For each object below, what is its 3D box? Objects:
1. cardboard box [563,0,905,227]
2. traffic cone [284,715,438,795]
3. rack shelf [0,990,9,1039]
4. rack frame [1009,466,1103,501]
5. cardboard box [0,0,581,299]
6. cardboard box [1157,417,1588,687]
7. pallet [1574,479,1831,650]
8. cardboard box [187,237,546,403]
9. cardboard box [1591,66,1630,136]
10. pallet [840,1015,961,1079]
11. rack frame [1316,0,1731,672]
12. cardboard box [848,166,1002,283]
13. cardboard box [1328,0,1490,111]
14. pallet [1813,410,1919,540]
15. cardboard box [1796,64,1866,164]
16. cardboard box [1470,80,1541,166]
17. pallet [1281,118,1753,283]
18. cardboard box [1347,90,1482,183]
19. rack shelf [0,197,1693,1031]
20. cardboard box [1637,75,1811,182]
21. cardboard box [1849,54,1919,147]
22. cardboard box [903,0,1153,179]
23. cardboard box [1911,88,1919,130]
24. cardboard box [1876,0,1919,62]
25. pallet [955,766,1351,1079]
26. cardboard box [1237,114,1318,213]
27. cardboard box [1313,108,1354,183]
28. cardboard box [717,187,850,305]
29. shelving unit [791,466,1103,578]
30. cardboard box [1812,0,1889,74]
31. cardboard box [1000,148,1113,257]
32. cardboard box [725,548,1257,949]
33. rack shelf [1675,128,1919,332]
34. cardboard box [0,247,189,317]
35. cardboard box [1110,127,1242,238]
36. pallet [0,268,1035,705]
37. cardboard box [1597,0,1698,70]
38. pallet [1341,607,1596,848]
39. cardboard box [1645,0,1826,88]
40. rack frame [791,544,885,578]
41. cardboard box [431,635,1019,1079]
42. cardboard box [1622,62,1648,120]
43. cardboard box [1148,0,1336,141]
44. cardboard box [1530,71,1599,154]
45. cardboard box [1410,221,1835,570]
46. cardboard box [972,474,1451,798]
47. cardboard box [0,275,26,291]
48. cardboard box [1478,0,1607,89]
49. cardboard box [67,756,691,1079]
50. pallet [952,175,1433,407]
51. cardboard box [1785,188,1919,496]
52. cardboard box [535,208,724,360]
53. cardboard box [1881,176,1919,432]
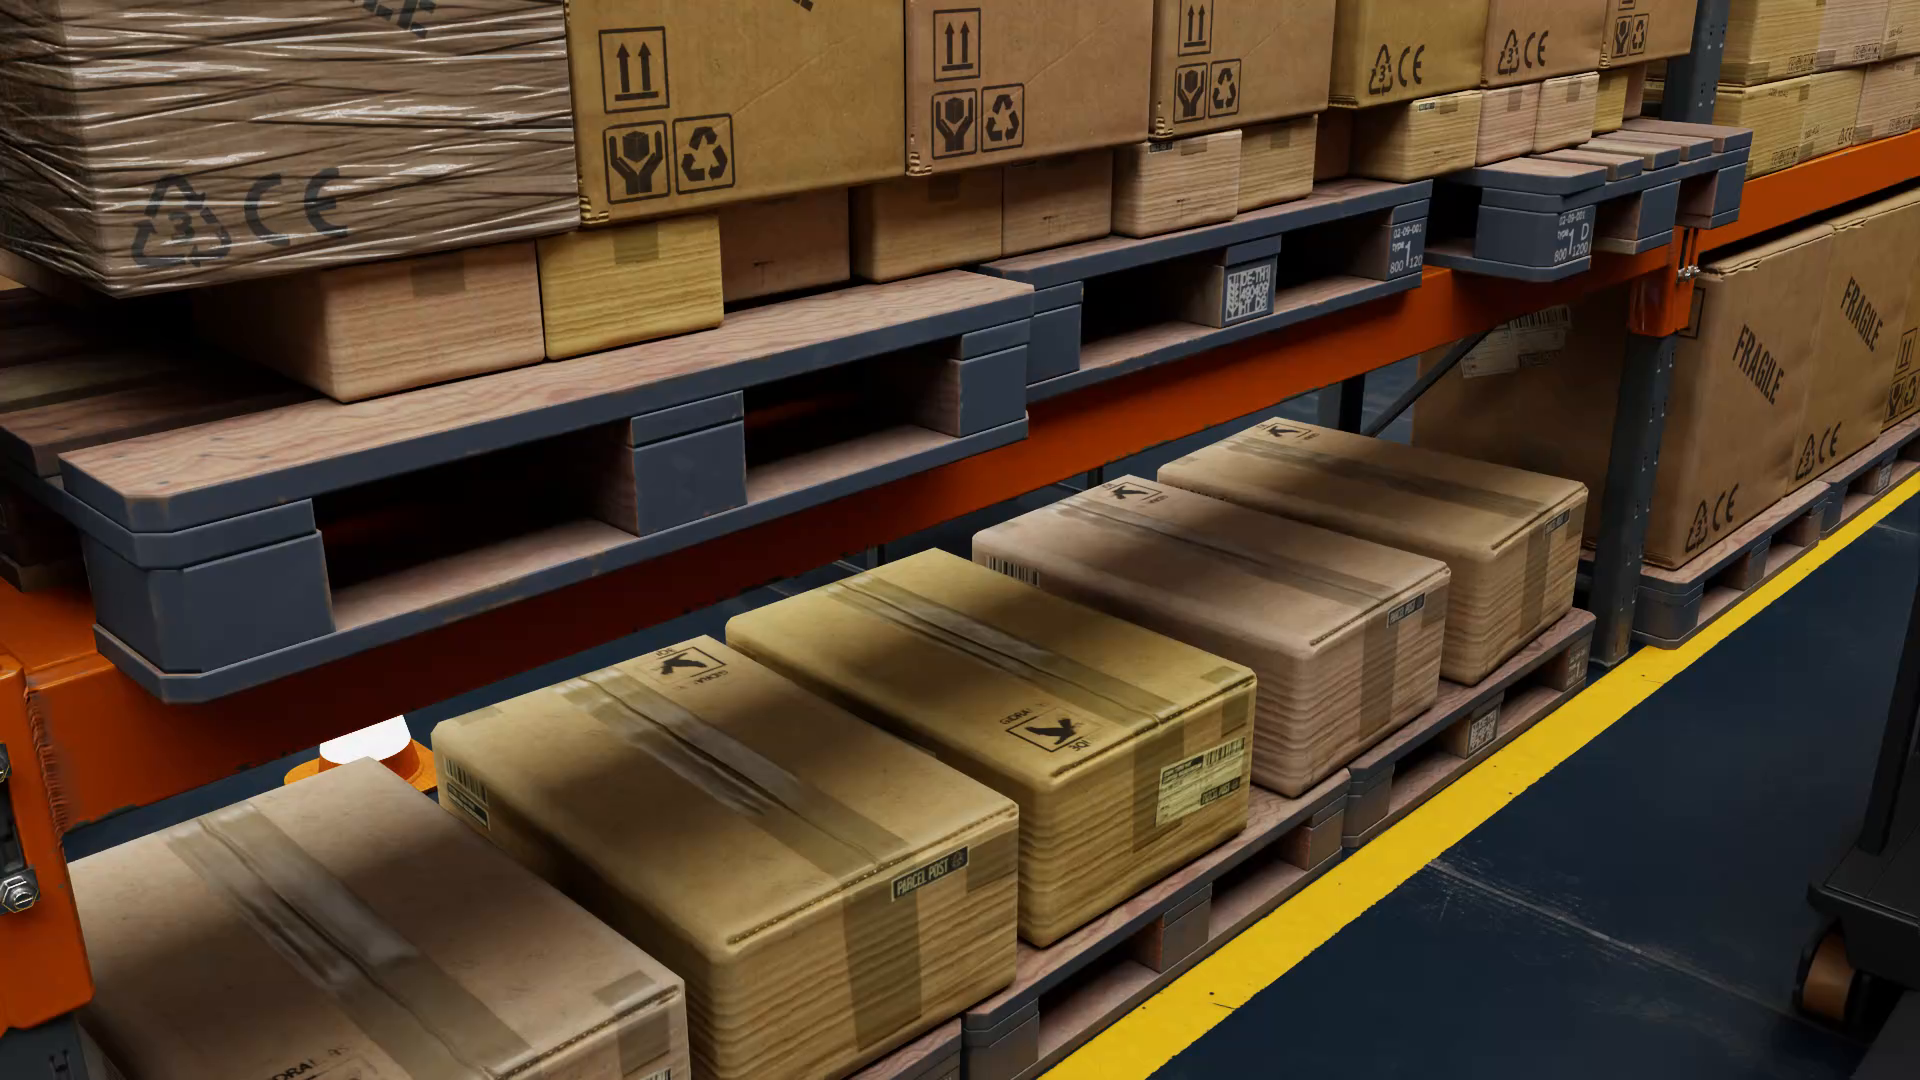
[{"bbox_3d":[-0.420,-0.707,2.093,0.500,0.500,0.500,19,28,41],"label":"cardboard box"},{"bbox_3d":[-1.440,0.367,3.973,0.336,0.463,0.334,19,28,41],"label":"traffic cone"},{"bbox_3d":[-2.697,0.702,0.569,1.077,0.370,4.000,19,28,41],"label":"rack shelf"},{"bbox_3d":[0.295,-0.809,5.588,0.500,1.500,0.032,19,28,41],"label":"rack frame"},{"bbox_3d":[-0.769,-0.578,1.758,0.500,0.500,0.500,-19,28,-41],"label":"cardboard box"},{"bbox_3d":[1.087,-0.002,4.477,0.950,0.372,0.625,17,27,37],"label":"cardboard box"},{"bbox_3d":[2.093,-0.058,5.431,1.003,0.211,1.213,19,28,41],"label":"pallet"},{"bbox_3d":[-0.690,-0.289,1.911,0.250,0.149,0.380,-20,28,-41],"label":"cardboard box"},{"bbox_3d":[1.293,-1.024,3.823,0.250,0.149,0.380,-20,28,-41],"label":"cardboard box"},{"bbox_3d":[-0.760,0.954,2.799,1.003,0.211,1.213,19,28,41],"label":"pallet"},{"bbox_3d":[1.489,-1.176,4.453,1.000,3.000,0.127,19,28,41],"label":"rack frame"},{"bbox_3d":[-0.157,-0.499,2.456,0.250,0.149,0.380,-20,28,-41],"label":"cardboard box"},{"bbox_3d":[0.667,-1.105,3.130,0.500,0.500,0.500,17,27,37],"label":"cardboard box"},{"bbox_3d":[2.944,-0.370,6.243,1.003,0.211,1.213,19,28,41],"label":"pallet"},{"bbox_3d":[2.356,-1.305,4.998,0.500,0.250,0.500,18,28,39],"label":"cardboard box"},{"bbox_3d":[0.968,-0.886,3.463,0.380,0.149,0.250,18,27,38],"label":"cardboard box"},{"bbox_3d":[1.068,-0.876,3.941,1.213,0.211,1.003,19,28,41],"label":"pallet"},{"bbox_3d":[0.786,-0.811,3.269,0.250,0.149,0.380,-20,28,-41],"label":"cardboard box"},{"bbox_3d":[0.093,-0.326,3.244,1.077,0.370,4.000,19,28,41],"label":"rack shelf"},{"bbox_3d":[2.010,-1.169,4.643,0.500,0.250,0.500,19,28,40],"label":"cardboard box"},{"bbox_3d":[2.726,-1.438,5.345,0.500,0.250,0.500,-19,28,-40],"label":"cardboard box"},{"bbox_3d":[-0.066,-0.830,2.415,0.500,0.500,0.500,19,28,40],"label":"cardboard box"},{"bbox_3d":[3.068,-1.566,5.677,0.500,0.250,0.500,19,28,41],"label":"cardboard box"},{"bbox_3d":[2.737,-1.665,5.238,0.500,0.250,0.500,19,28,40],"label":"cardboard box"},{"bbox_3d":[0.091,0.638,3.619,1.003,0.211,1.213,19,28,41],"label":"pallet"},{"bbox_3d":[0.404,-0.693,2.962,0.380,0.149,0.250,18,27,39],"label":"cardboard box"},{"bbox_3d":[0.521,-0.778,3.183,0.380,0.149,0.250,20,28,41],"label":"cardboard box"},{"bbox_3d":[-0.366,-0.443,2.312,0.250,0.149,0.380,-18,27,-39],"label":"cardboard box"},{"bbox_3d":[-0.059,-0.678,5.248,0.538,1.500,1.048,19,28,41],"label":"shelving unit"},{"bbox_3d":[2.380,-1.540,4.913,0.500,0.250,0.500,-19,28,-41],"label":"cardboard box"},{"bbox_3d":[0.017,-0.562,2.621,0.380,0.149,0.250,20,28,41],"label":"cardboard box"},{"bbox_3d":[0.045,0.383,3.475,0.625,0.372,0.950,-19,28,-40],"label":"cardboard box"},{"bbox_3d":[2.884,-1.354,5.919,1.077,0.370,4.000,19,28,41],"label":"rack shelf"},{"bbox_3d":[-1.141,-0.428,2.271,0.250,0.149,0.380,-20,28,-41],"label":"cardboard box"},{"bbox_3d":[0.239,-0.617,2.765,0.250,0.149,0.380,-19,28,-40],"label":"cardboard box"},{"bbox_3d":[-0.664,-0.218,2.228,1.003,0.211,1.213,19,28,41],"label":"pallet"},{"bbox_3d":[1.371,-1.371,3.821,0.500,0.500,0.500,18,28,39],"label":"cardboard box"},{"bbox_3d":[0.942,0.326,4.431,1.003,0.211,1.213,19,28,41],"label":"pallet"},{"bbox_3d":[2.019,-1.408,4.568,0.500,0.250,0.500,19,28,40],"label":"cardboard box"},{"bbox_3d":[-0.414,-0.547,4.908,0.500,1.500,0.032,19,28,41],"label":"rack frame"},{"bbox_3d":[-0.439,0.562,3.009,0.625,0.372,0.950,-18,27,-39],"label":"cardboard box"},{"bbox_3d":[1.428,-1.111,4.050,0.250,0.149,0.380,-19,28,-40],"label":"cardboard box"},{"bbox_3d":[0.285,-0.965,2.765,0.500,0.500,0.500,18,27,39],"label":"cardboard box"},{"bbox_3d":[1.150,-0.948,3.626,0.380,0.149,0.250,19,28,40],"label":"cardboard box"},{"bbox_3d":[2.030,-0.537,5.166,0.875,0.875,0.875,19,28,40],"label":"cardboard box"},{"bbox_3d":[0.578,0.189,3.979,0.950,0.372,0.625,19,28,40],"label":"cardboard box"},{"bbox_3d":[-3.875,-0.935,6.378,1.050,0.750,0.750,19,28,41],"label":"cardboard box"},{"bbox_3d":[1.018,-1.235,3.468,0.500,0.500,0.500,19,28,40],"label":"cardboard box"},{"bbox_3d":[-0.938,0.748,2.526,0.950,0.372,0.625,20,29,41],"label":"cardboard box"},{"bbox_3d":[0.137,-0.567,3.136,1.003,0.211,1.213,19,28,41],"label":"pallet"},{"bbox_3d":[2.655,-0.765,5.760,0.875,0.875,0.875,20,29,41],"label":"cardboard box"},{"bbox_3d":[-0.509,-0.351,2.072,0.250,0.149,0.380,-19,28,-41],"label":"cardboard box"},{"bbox_3d":[3.279,-0.995,6.358,0.875,0.875,0.875,-19,28,-40],"label":"cardboard box"}]
